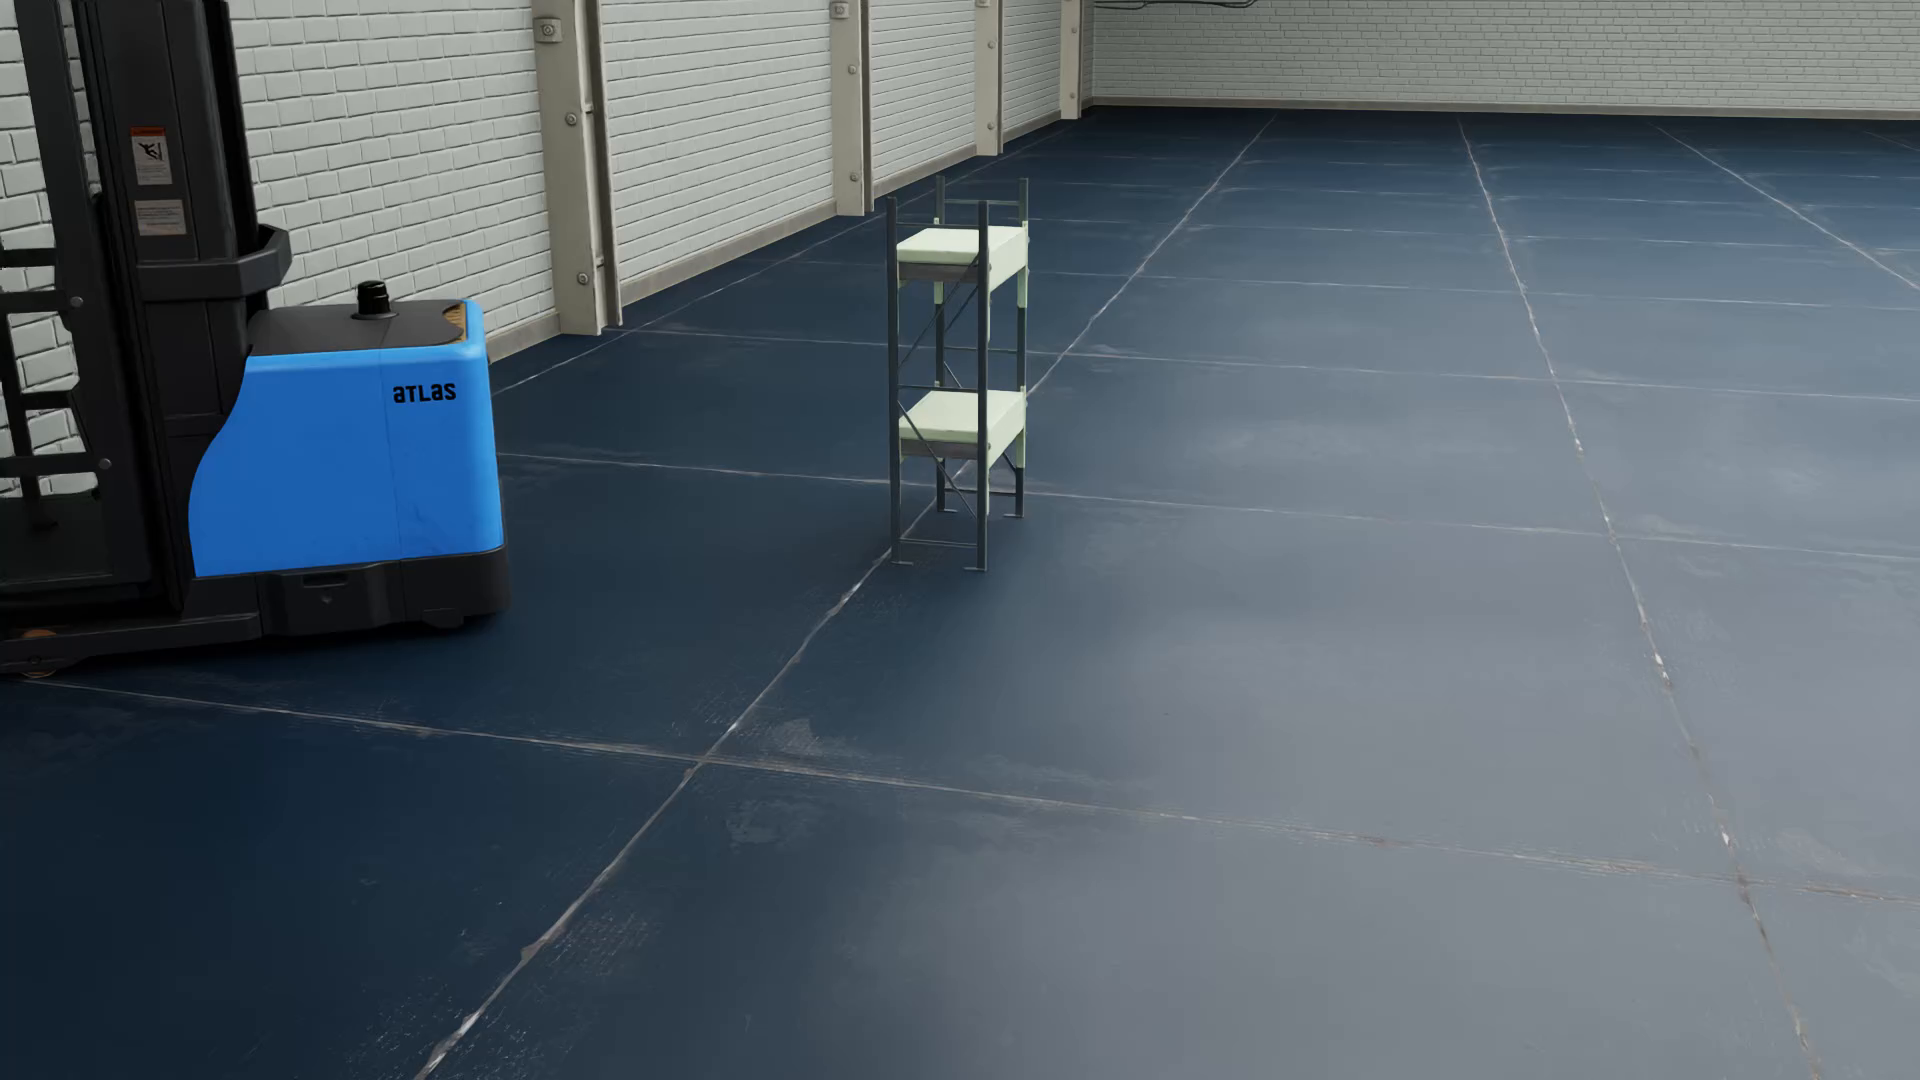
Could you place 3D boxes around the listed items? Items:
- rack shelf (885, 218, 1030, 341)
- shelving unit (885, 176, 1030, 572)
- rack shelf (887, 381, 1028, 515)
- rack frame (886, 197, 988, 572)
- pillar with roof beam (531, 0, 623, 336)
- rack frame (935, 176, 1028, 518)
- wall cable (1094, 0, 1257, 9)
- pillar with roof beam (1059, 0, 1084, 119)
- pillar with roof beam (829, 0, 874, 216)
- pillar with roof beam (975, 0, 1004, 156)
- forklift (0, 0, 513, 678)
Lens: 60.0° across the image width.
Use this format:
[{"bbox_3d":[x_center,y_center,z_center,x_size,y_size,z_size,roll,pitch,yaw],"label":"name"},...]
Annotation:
[{"bbox_3d":[0.002,-1.081,6.825,0.431,0.370,0.720,5,19,13],"label":"rack shelf"},{"bbox_3d":[0.002,-0.712,6.951,0.431,1.500,0.755,5,19,13],"label":"shelving unit"},{"bbox_3d":[0.002,-0.403,7.057,0.431,0.370,0.720,5,19,13],"label":"rack shelf"},{"bbox_3d":[-0.088,-0.597,6.615,0.400,1.500,0.023,5,19,13],"label":"rack frame"},{"bbox_3d":[1.627,-5.374,8.998,9.100,9.000,0.400,5,19,13],"label":"pillar with roof beam"},{"bbox_3d":[0.091,-0.827,7.287,0.400,1.500,0.023,5,19,13],"label":"rack frame"},{"bbox_3d":[3.852,-10.705,29.411,3.097,2.526,0.112,5,19,13],"label":"wall cable"},{"bbox_3d":[6.025,-11.016,25.516,9.100,9.000,0.400,5,19,13],"label":"pillar with roof beam"},{"bbox_3d":[3.093,-7.254,14.504,9.100,9.000,0.400,5,19,13],"label":"pillar with roof beam"},{"bbox_3d":[4.559,-9.135,20.010,9.100,9.000,0.400,5,19,13],"label":"pillar with roof beam"},{"bbox_3d":[-3.261,-1.079,5.813,3.031,2.935,1.130,-5,20,-15],"label":"forklift"}]
